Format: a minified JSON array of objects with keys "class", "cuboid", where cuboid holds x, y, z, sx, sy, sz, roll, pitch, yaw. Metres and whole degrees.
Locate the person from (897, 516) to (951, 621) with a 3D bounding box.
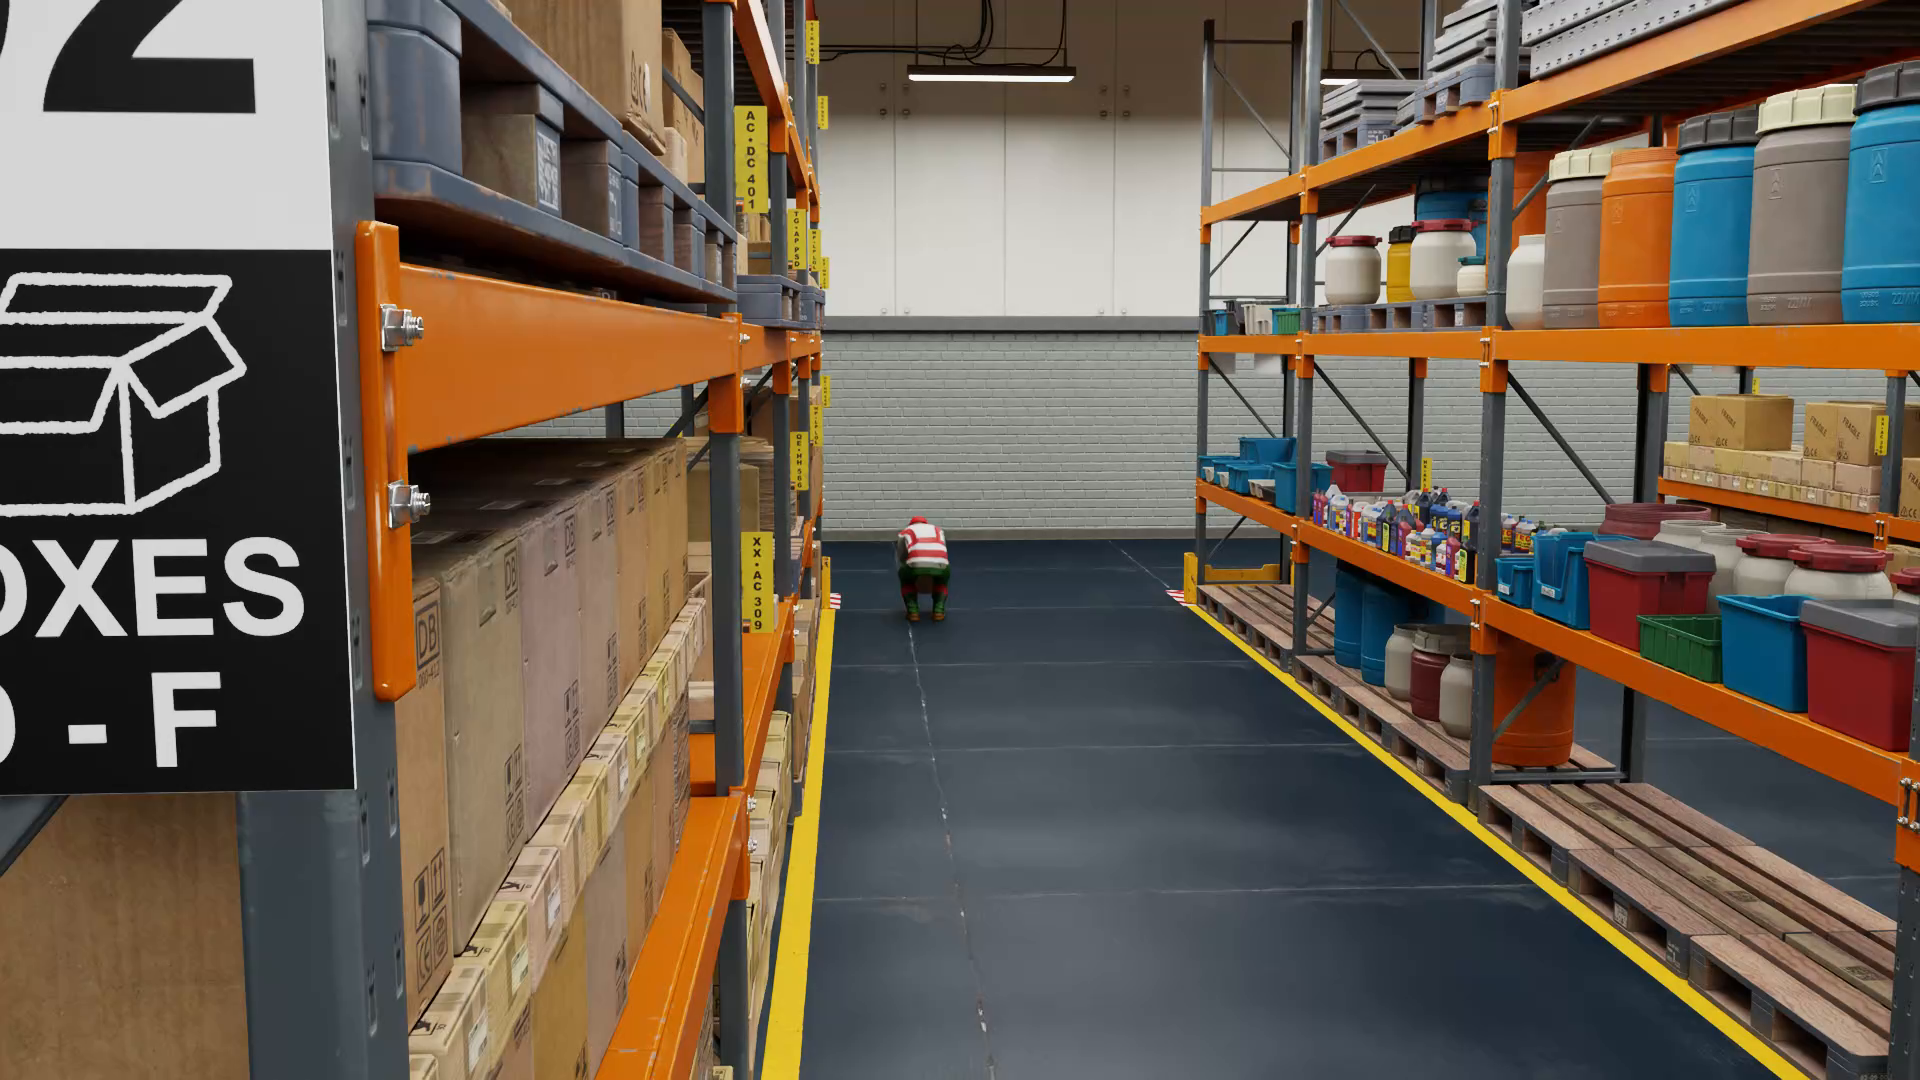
[{"class":"person","cuboid":[-0.361,0.286,16.664,0.530,0.984,0.923,-1,7,-5]}]
